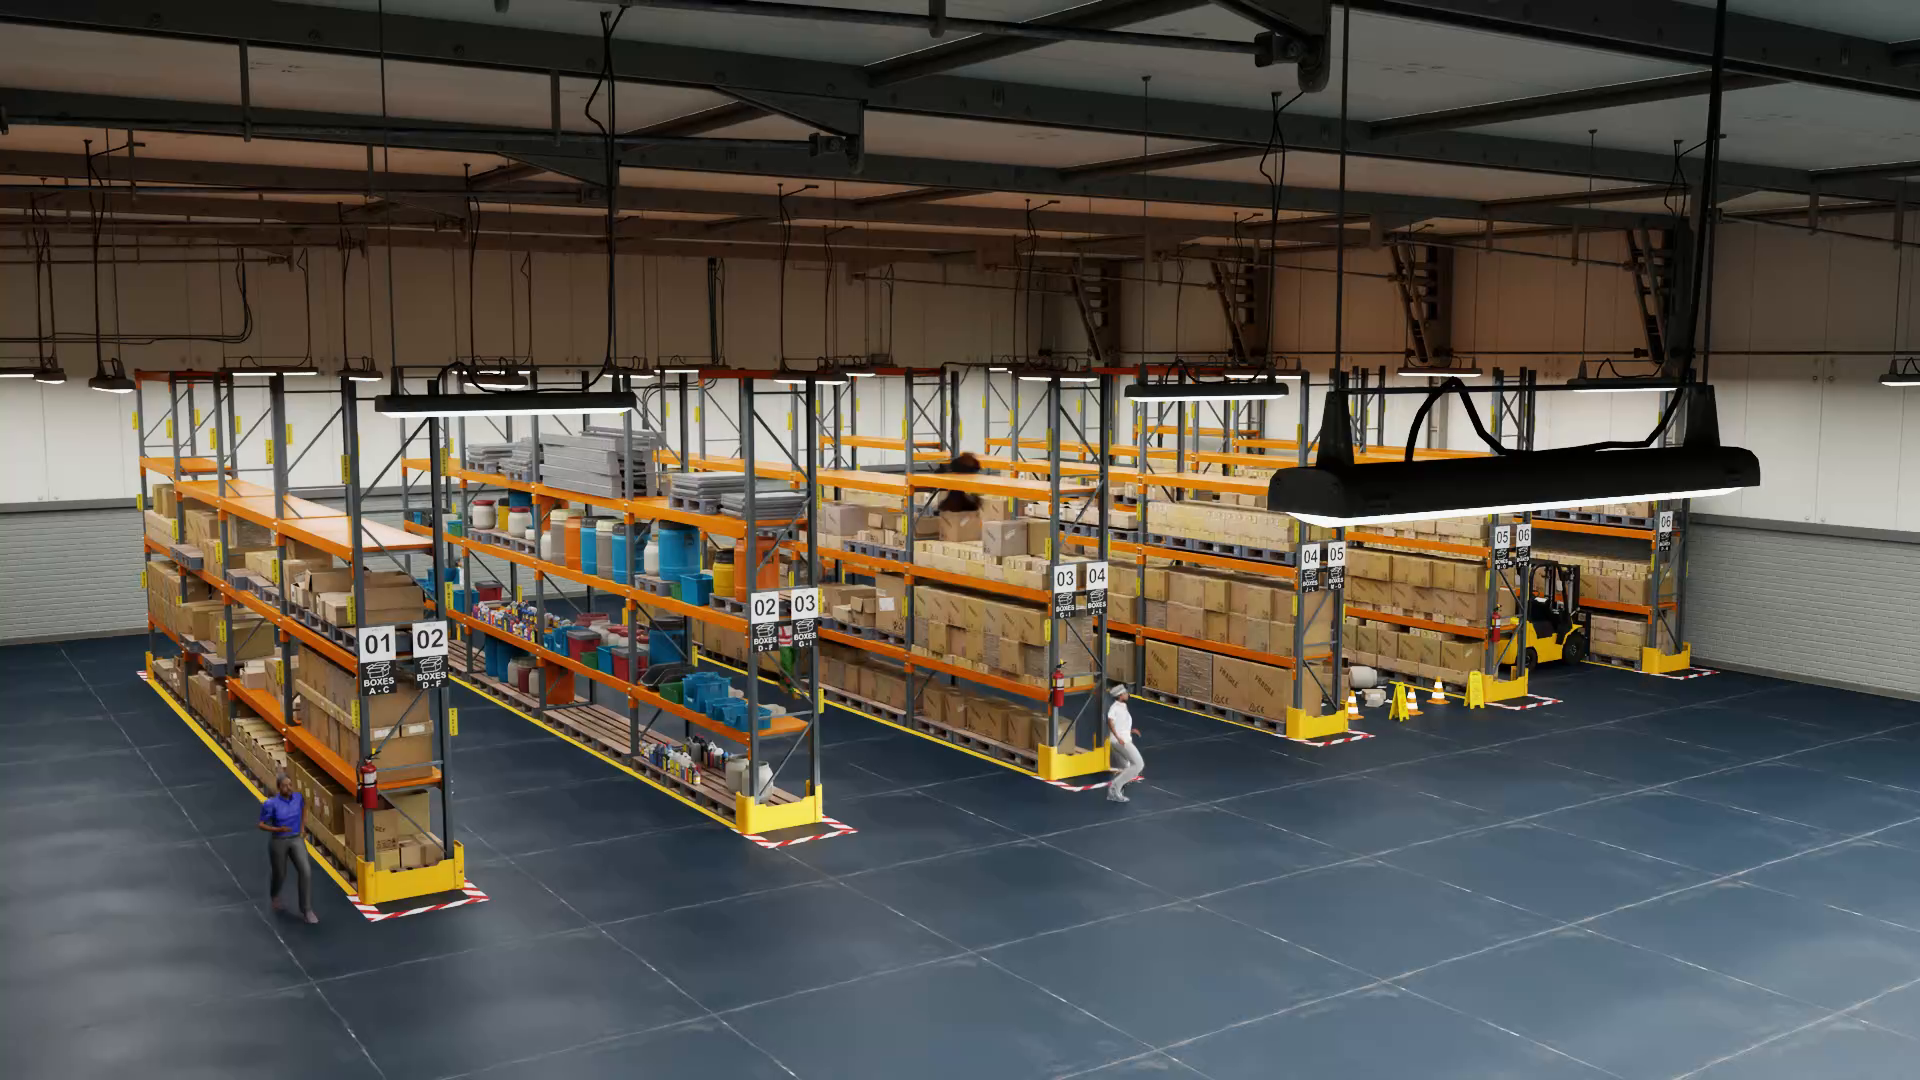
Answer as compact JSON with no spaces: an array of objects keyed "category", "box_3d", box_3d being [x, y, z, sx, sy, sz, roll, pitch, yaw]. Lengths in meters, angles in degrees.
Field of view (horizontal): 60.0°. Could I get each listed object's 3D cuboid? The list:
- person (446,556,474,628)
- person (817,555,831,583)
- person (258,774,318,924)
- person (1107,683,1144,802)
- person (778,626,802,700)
[{"category":"person","box_3d":[-11.510,1.207,38.038,0.914,1.707,0.624,-2,7,-14]},{"category":"person","box_3d":[-3.437,0.751,41.879,0.572,1.669,0.943,6,9,41]},{"category":"person","box_3d":[-7.558,3.434,18.621,0.600,1.700,0.850,-6,8,-40]},{"category":"person","box_3d":[2.317,2.858,23.563,0.543,1.648,0.607,0,6,-4]},{"category":"person","box_3d":[-3.003,1.888,29.239,0.659,1.823,0.965,-4,8,-34]}]
